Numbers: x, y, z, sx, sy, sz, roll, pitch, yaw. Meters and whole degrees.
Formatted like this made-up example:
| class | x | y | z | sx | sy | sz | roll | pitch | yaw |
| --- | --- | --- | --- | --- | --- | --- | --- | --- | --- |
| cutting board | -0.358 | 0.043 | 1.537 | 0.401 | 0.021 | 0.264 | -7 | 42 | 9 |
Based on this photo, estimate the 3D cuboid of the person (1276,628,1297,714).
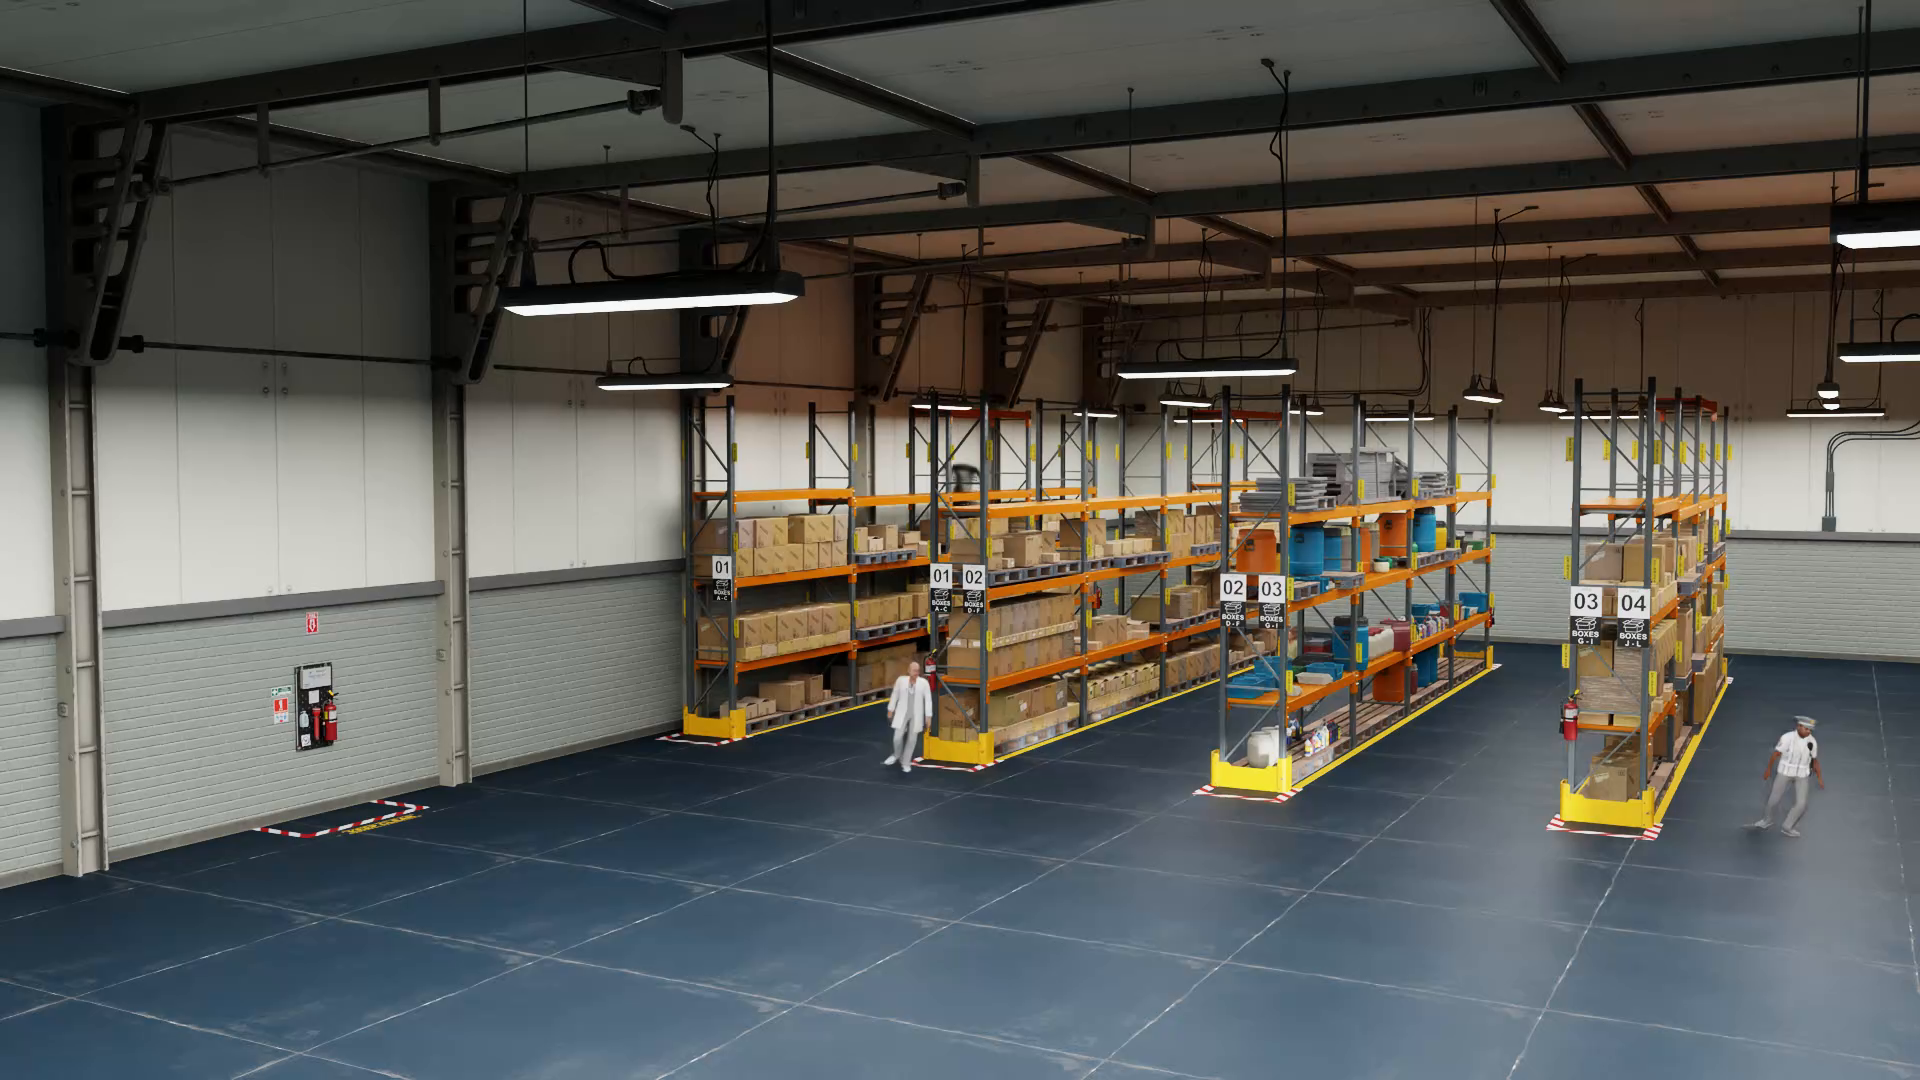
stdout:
| class | x | y | z | sx | sy | sz | roll | pitch | yaw |
| --- | --- | --- | --- | --- | --- | --- | --- | --- | --- |
| person | 6.284 | 2.473 | 31.751 | 0.560 | 1.615 | 0.937 | 3 | 4 | 42 |

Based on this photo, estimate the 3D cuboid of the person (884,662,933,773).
| class | x | y | z | sx | sy | sz | roll | pitch | yaw |
| --- | --- | --- | --- | --- | --- | --- | --- | --- | --- |
| person | -0.815 | 2.775 | 26.102 | 0.732 | 1.770 | 0.574 | 0 | 3 | -8 |

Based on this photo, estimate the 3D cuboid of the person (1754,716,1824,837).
| class | x | y | z | sx | sy | sz | roll | pitch | yaw |
| --- | --- | --- | --- | --- | --- | --- | --- | --- | --- |
| person | 10.822 | 3.064 | 21.695 | 0.728 | 1.591 | 0.623 | 0 | 3 | 7 |
